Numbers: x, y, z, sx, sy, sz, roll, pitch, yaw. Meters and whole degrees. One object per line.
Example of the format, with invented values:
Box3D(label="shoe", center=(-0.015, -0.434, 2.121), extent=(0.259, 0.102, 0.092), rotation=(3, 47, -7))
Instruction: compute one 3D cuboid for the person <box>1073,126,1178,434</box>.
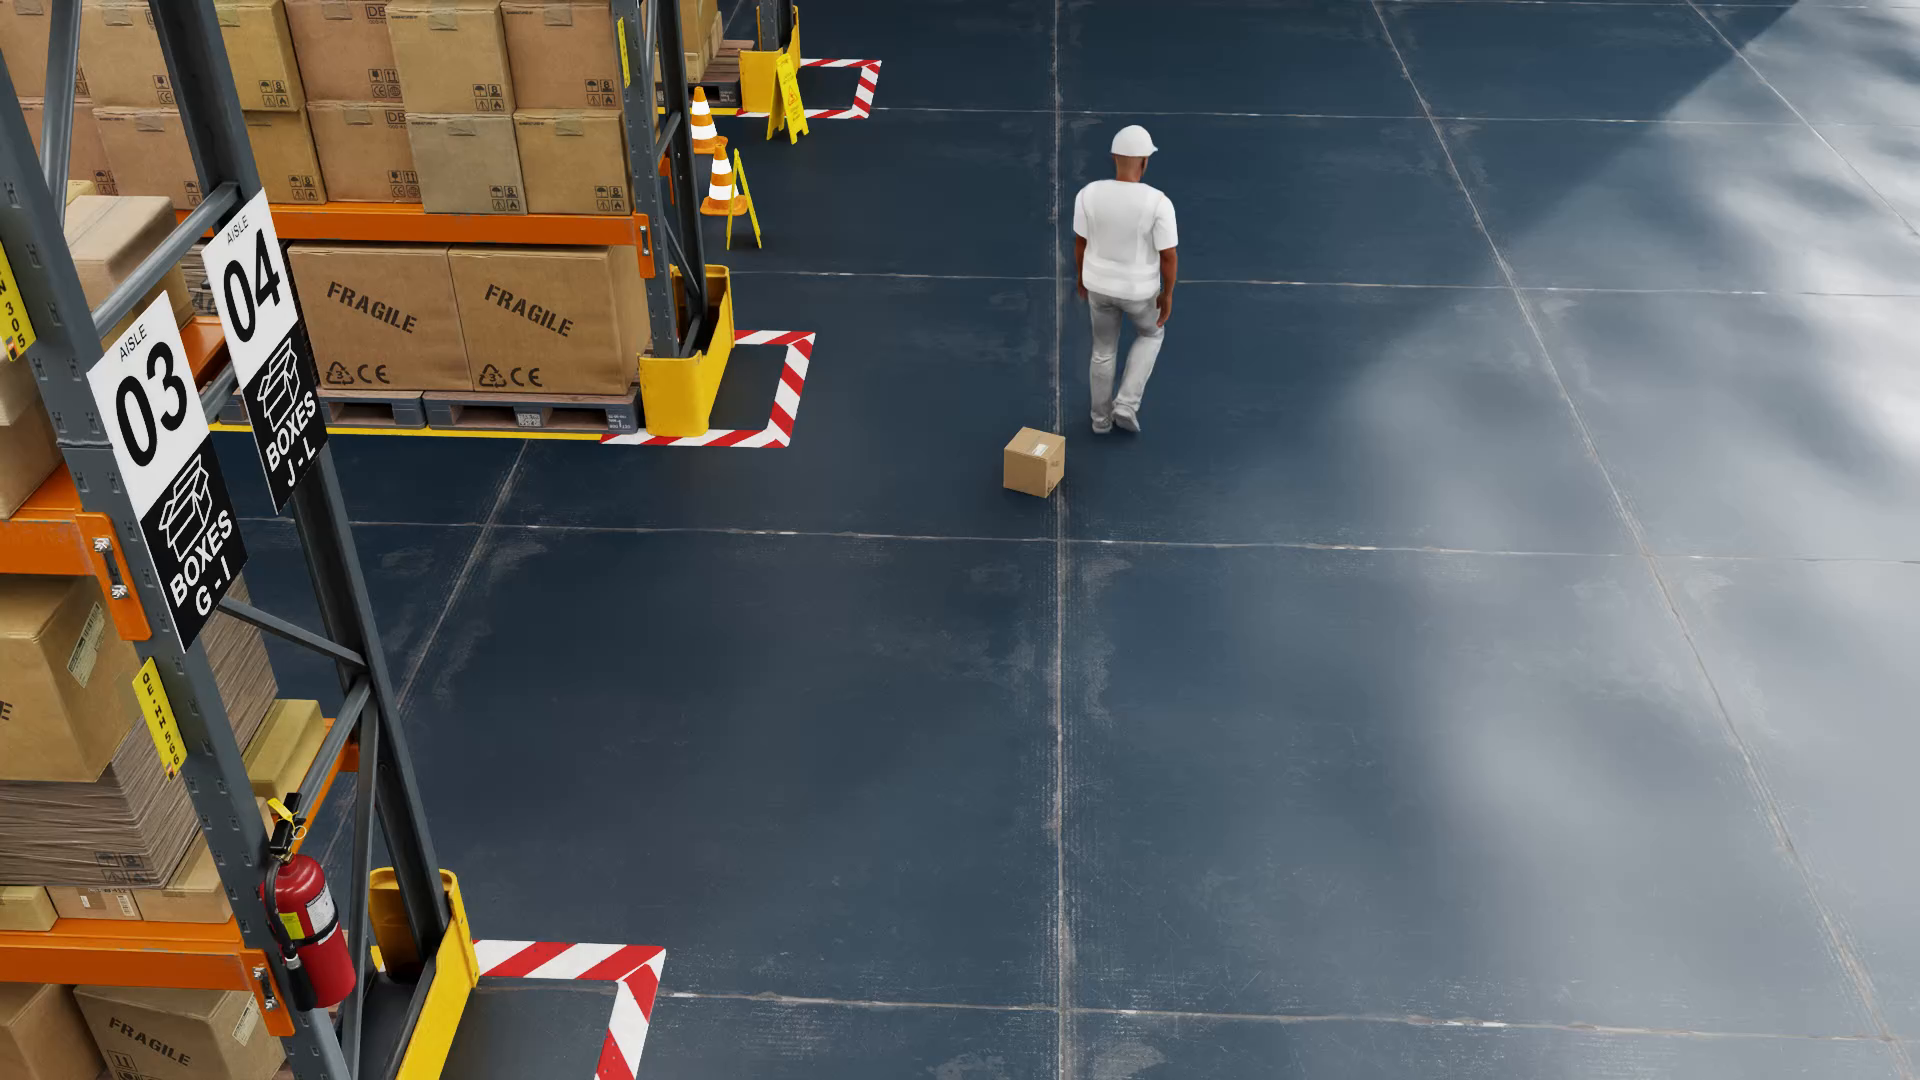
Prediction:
Box3D(label="person", center=(0.895, -1.380, 9.002), extent=(0.587, 1.787, 0.451), rotation=(12, 37, 16))
